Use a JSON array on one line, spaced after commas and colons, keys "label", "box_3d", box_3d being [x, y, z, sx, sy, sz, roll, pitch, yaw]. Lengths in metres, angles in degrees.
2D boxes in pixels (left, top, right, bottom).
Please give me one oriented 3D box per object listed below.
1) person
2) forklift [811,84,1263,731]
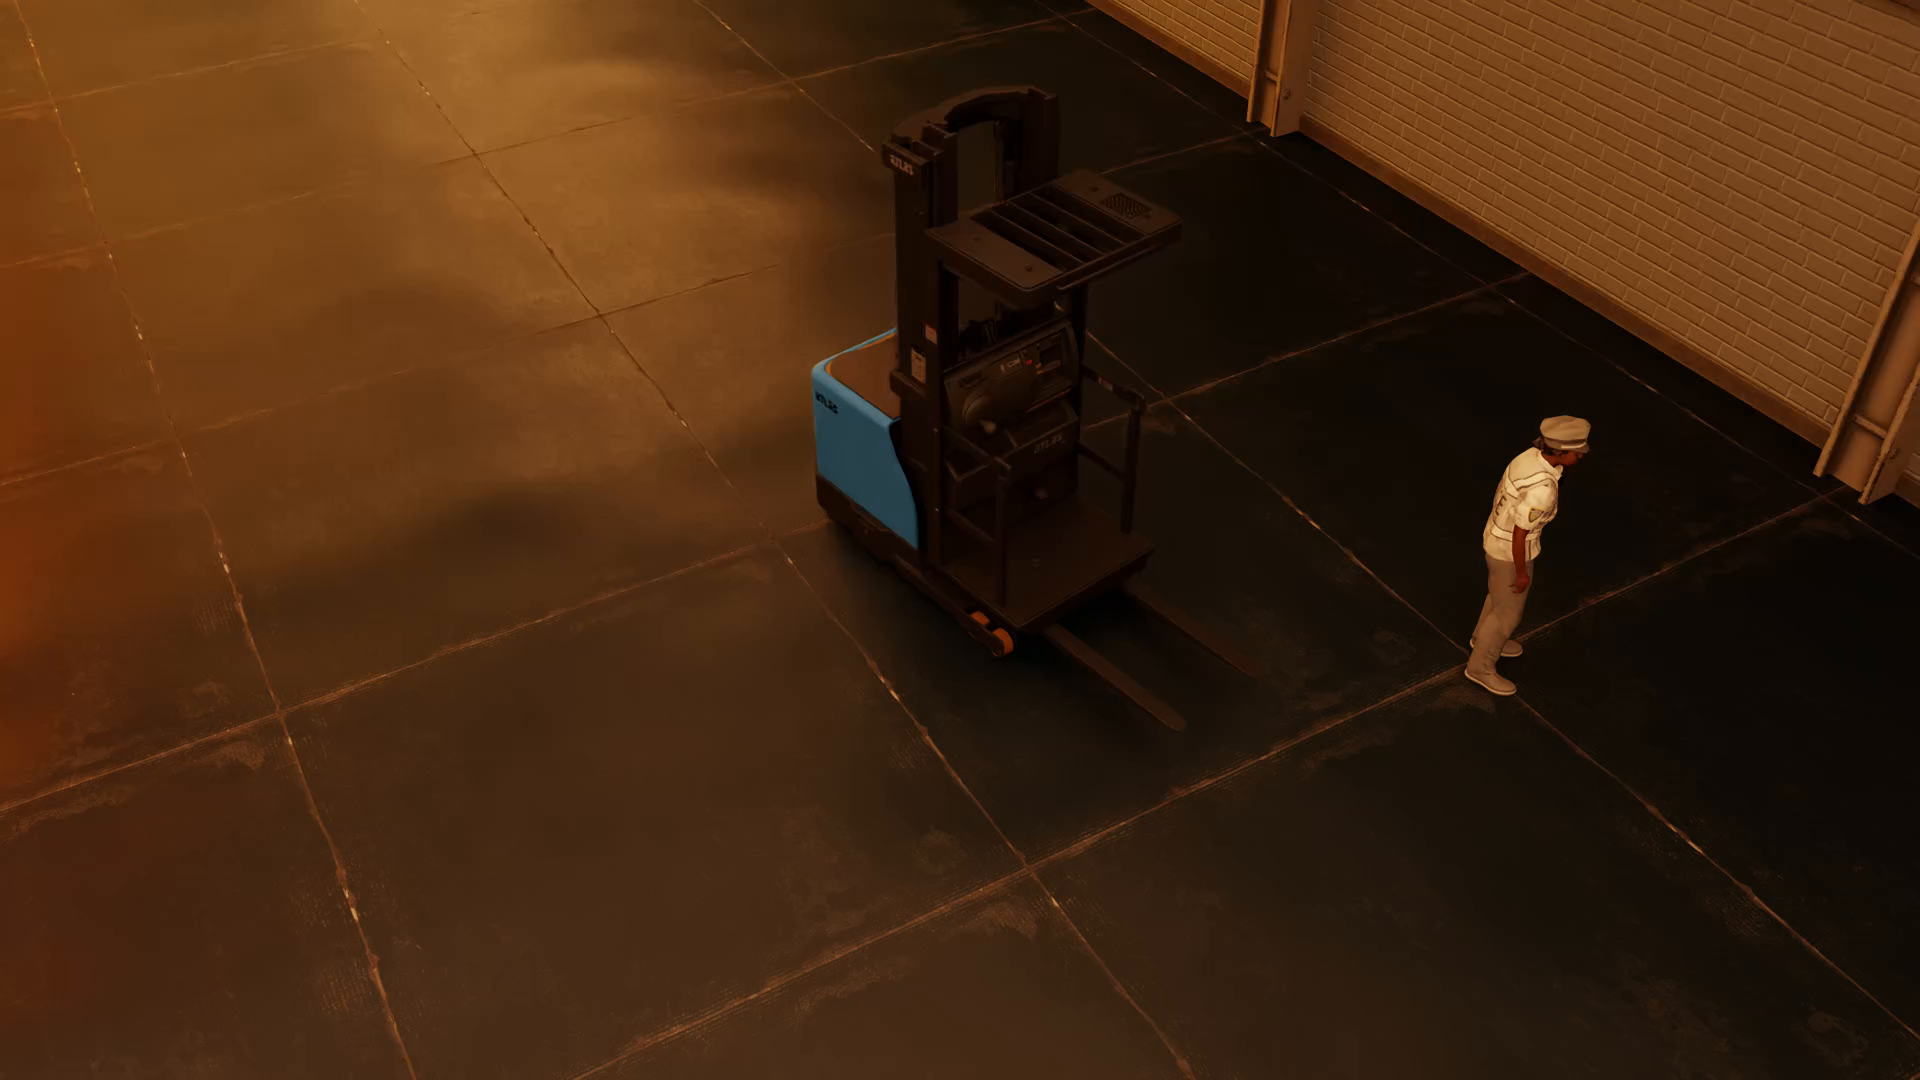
[{"label": "person", "box_3d": [3.017, 0.059, 8.963, 0.398, 1.660, 0.526, 12, 41, 14]}, {"label": "forklift", "box_3d": [0.428, -0.823, 9.029, 1.130, 2.935, 3.031, -29, 47, -30]}]
